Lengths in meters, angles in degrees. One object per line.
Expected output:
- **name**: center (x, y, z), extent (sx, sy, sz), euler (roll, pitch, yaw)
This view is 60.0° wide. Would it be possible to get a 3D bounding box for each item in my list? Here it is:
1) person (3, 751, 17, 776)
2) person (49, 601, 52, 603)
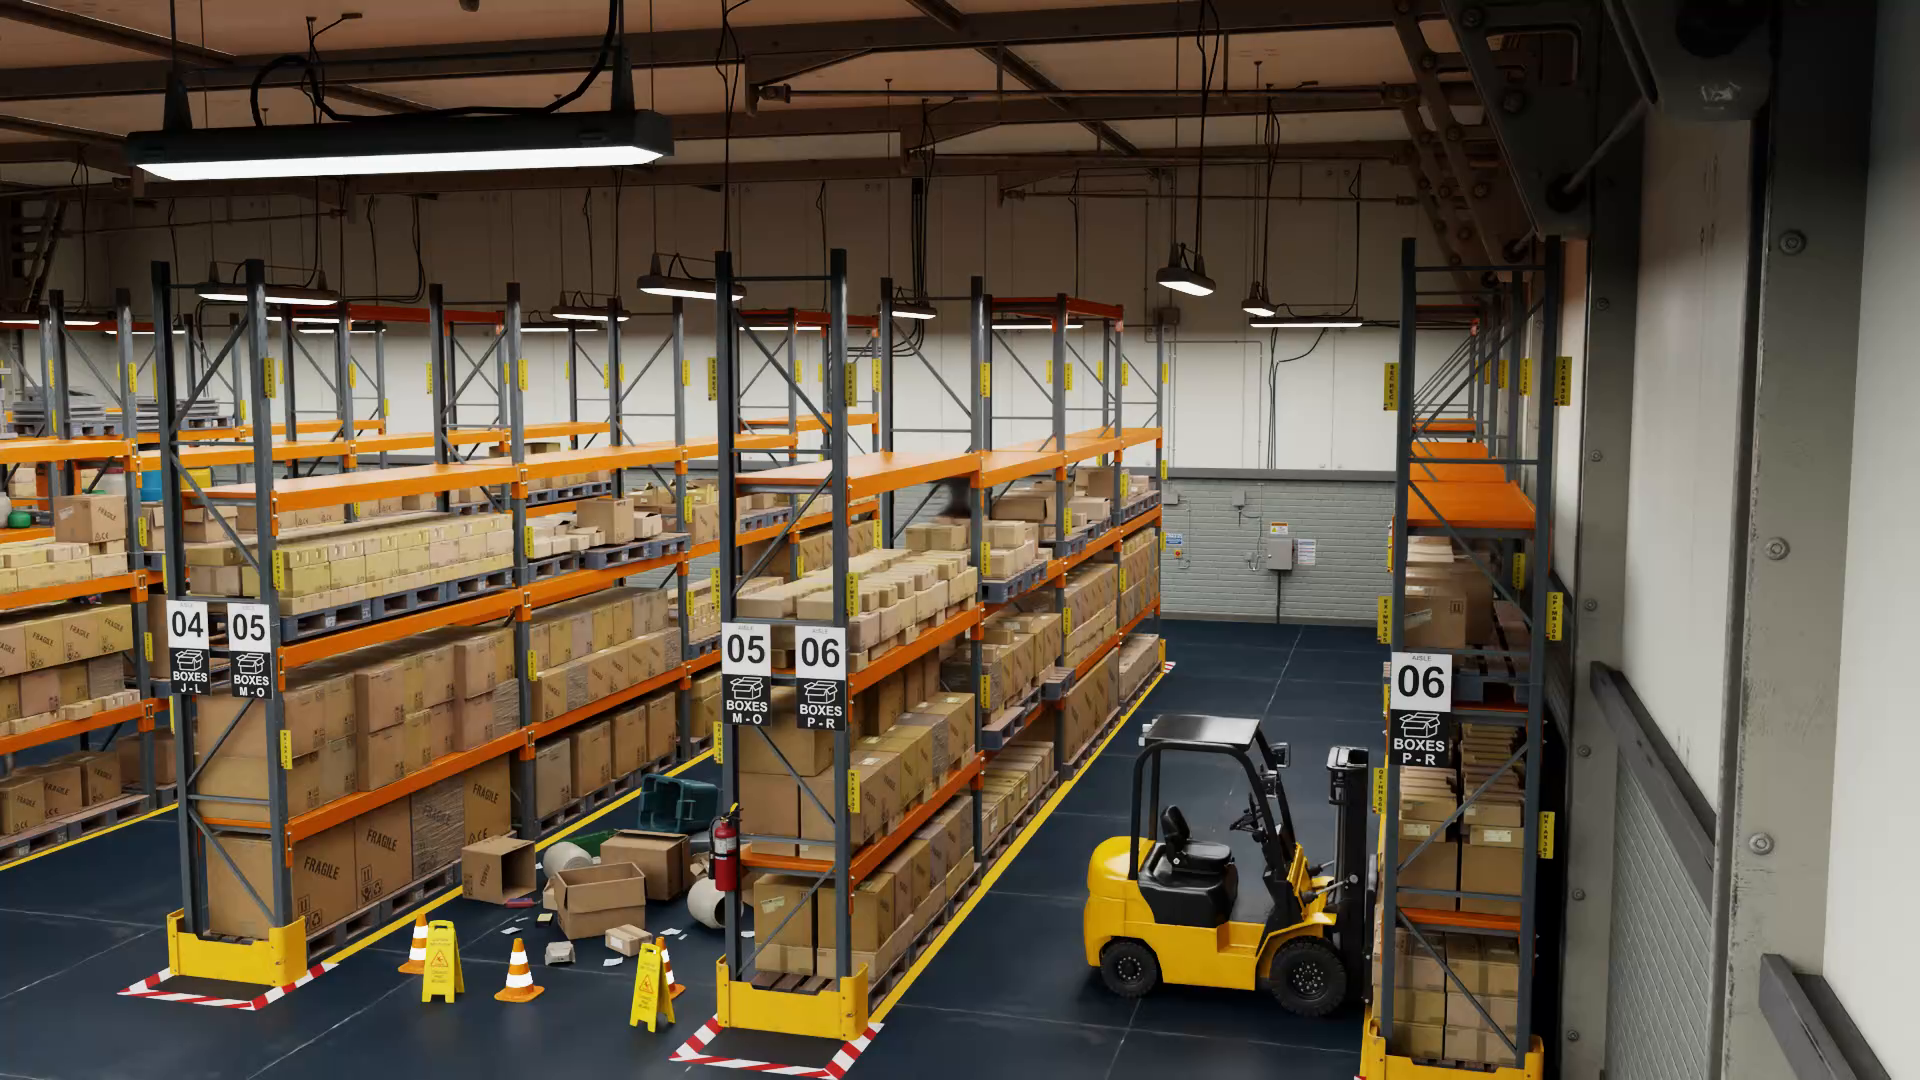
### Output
- **person**: center (-11.245, 2.314, 19.501), extent (0.468, 1.745, 0.466), euler (-5, 8, -41)
- **person**: center (-15.868, 1.300, 28.848), extent (0.438, 1.616, 0.665), euler (1, 6, 13)
